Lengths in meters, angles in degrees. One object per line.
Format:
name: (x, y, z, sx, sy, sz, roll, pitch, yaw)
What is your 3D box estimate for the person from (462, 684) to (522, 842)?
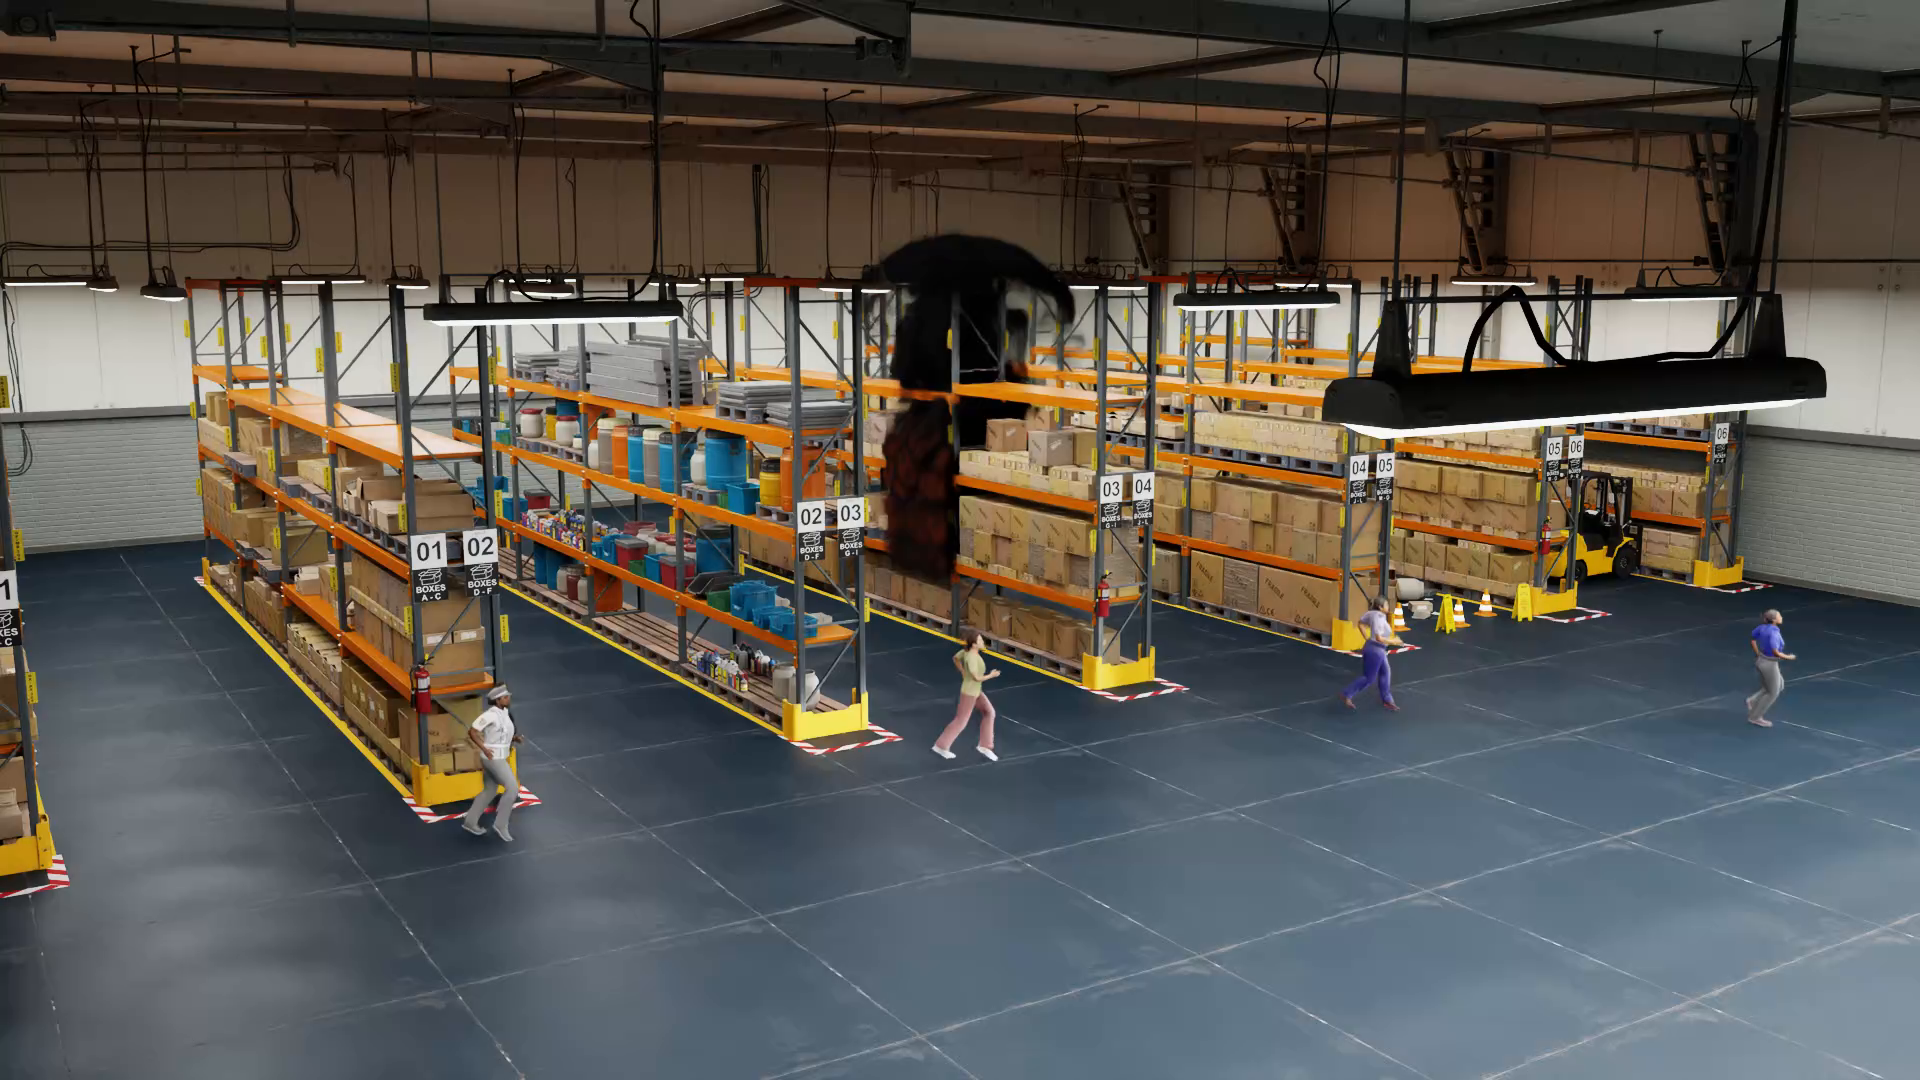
person: (-5.186, 2.458, 18.450, 0.676, 1.727, 0.616, -1, 10, -4)

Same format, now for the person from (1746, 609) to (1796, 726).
person: (11.134, 1.740, 22.790, 0.528, 1.624, 0.624, 1, 10, 7)

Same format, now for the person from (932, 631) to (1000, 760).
person: (0.082, 1.994, 21.159, 0.869, 1.709, 0.583, 0, 10, 1)

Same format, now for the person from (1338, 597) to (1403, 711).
person: (5.817, 1.623, 23.500, 0.915, 1.653, 0.581, 1, 10, 6)
